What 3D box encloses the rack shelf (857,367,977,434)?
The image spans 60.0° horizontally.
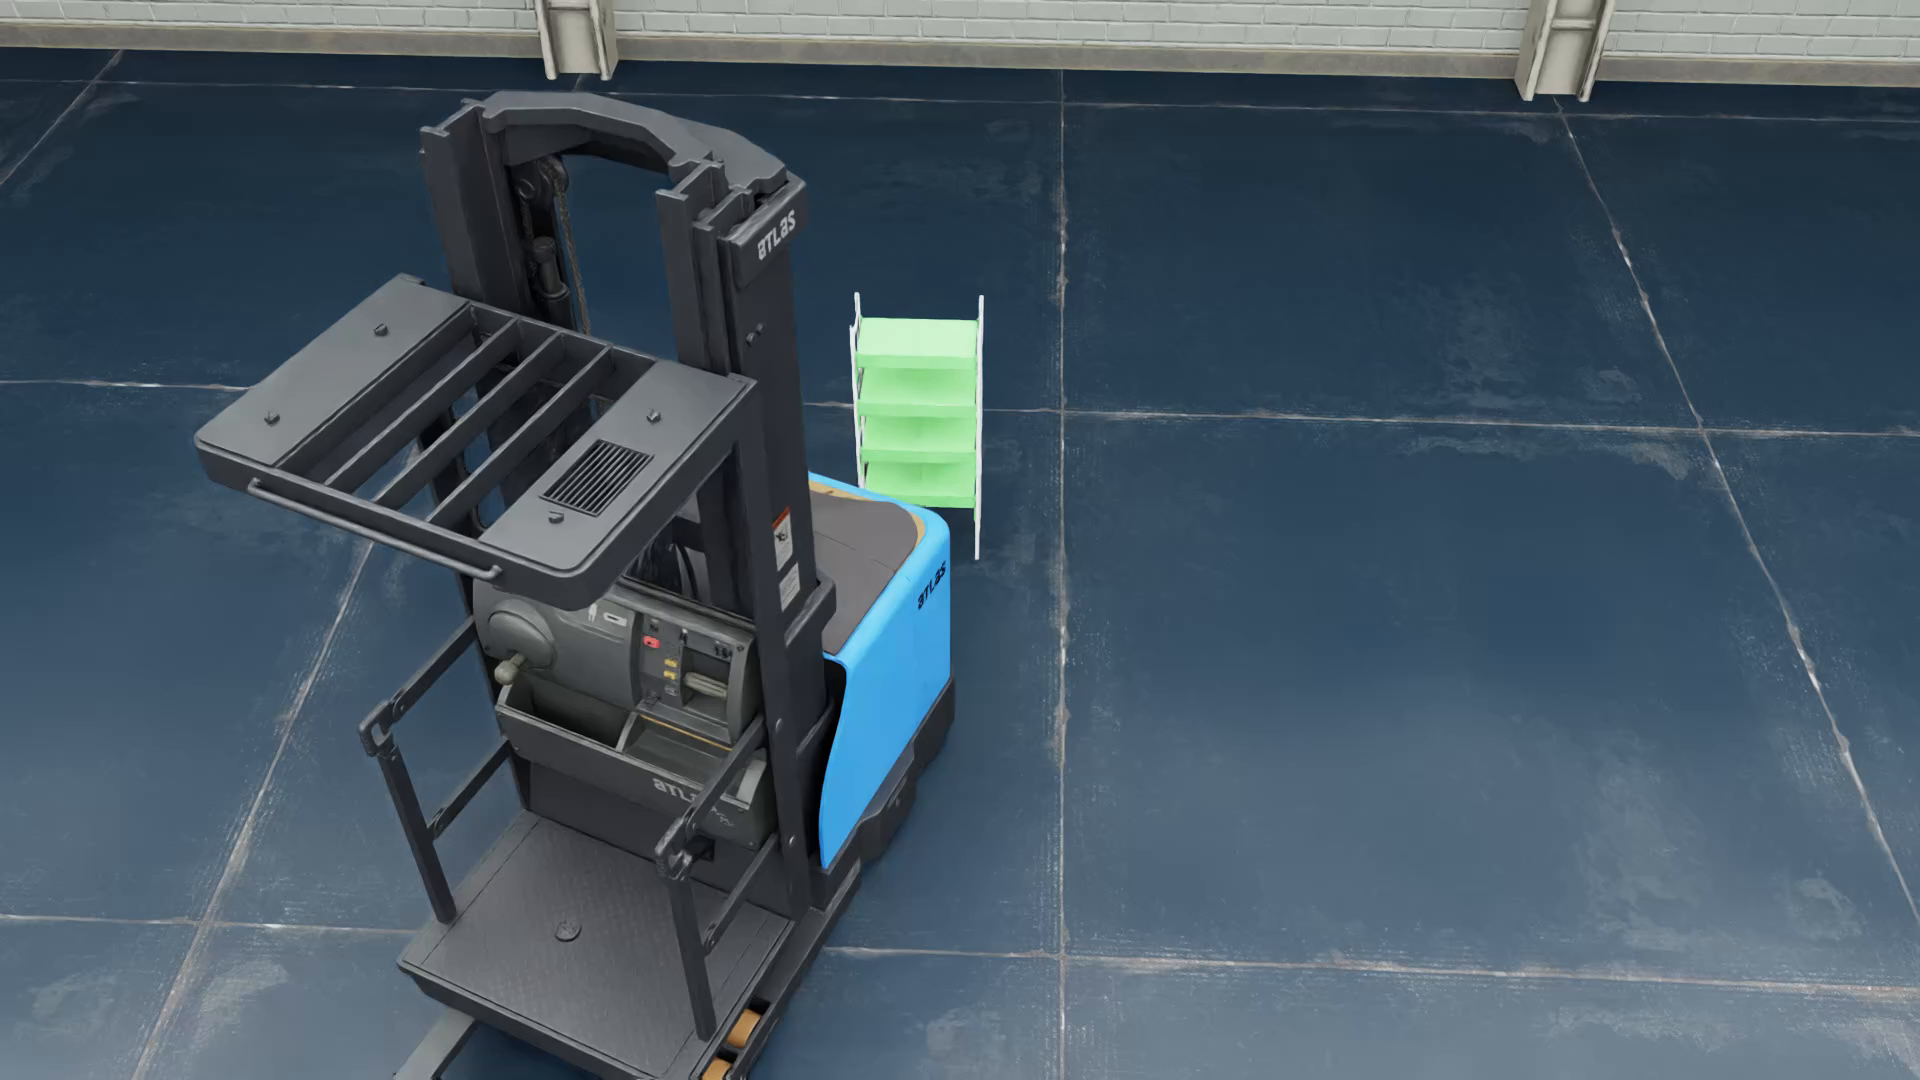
[{"bbox_3d":[-0.165,-0.573,6.726,0.480,0.148,0.258,2,43,2],"label":"rack shelf"}]

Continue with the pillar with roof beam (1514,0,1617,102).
[{"bbox_3d":[3.439,-3.137,4.016,0.400,9.000,9.100,2,43,2],"label":"pillar with roof beam"}]

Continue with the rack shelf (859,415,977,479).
[{"bbox_3d":[-0.165,-0.397,6.890,0.480,0.148,0.258,2,43,2],"label":"rack shelf"}]

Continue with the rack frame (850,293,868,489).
[{"bbox_3d":[-0.409,-0.452,6.854,0.015,1.200,0.240,2,43,2],"label":"rack frame"}]

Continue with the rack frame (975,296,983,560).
[{"bbox_3d":[0.078,-0.437,6.838,0.015,1.200,0.240,2,43,2],"label":"rack frame"}]

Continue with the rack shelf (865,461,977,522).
[{"bbox_3d":[-0.165,-0.222,7.054,0.480,0.148,0.258,2,43,2],"label":"rack shelf"}]

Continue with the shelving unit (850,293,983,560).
[{"bbox_3d":[-0.165,-0.444,6.846,0.503,1.200,0.258,2,43,2],"label":"shelving unit"}]

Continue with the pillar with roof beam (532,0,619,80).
[{"bbox_3d":[-2.555,-3.322,4.214,0.400,9.000,9.100,2,43,2],"label":"pillar with roof beam"}]

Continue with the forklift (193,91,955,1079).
[{"bbox_3d":[-1.108,0.396,4.675,1.130,2.935,3.031,18,46,18],"label":"forklift"}]

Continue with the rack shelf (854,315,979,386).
[{"bbox_3d":[-0.165,-0.749,6.563,0.480,0.148,0.258,2,43,2],"label":"rack shelf"}]
